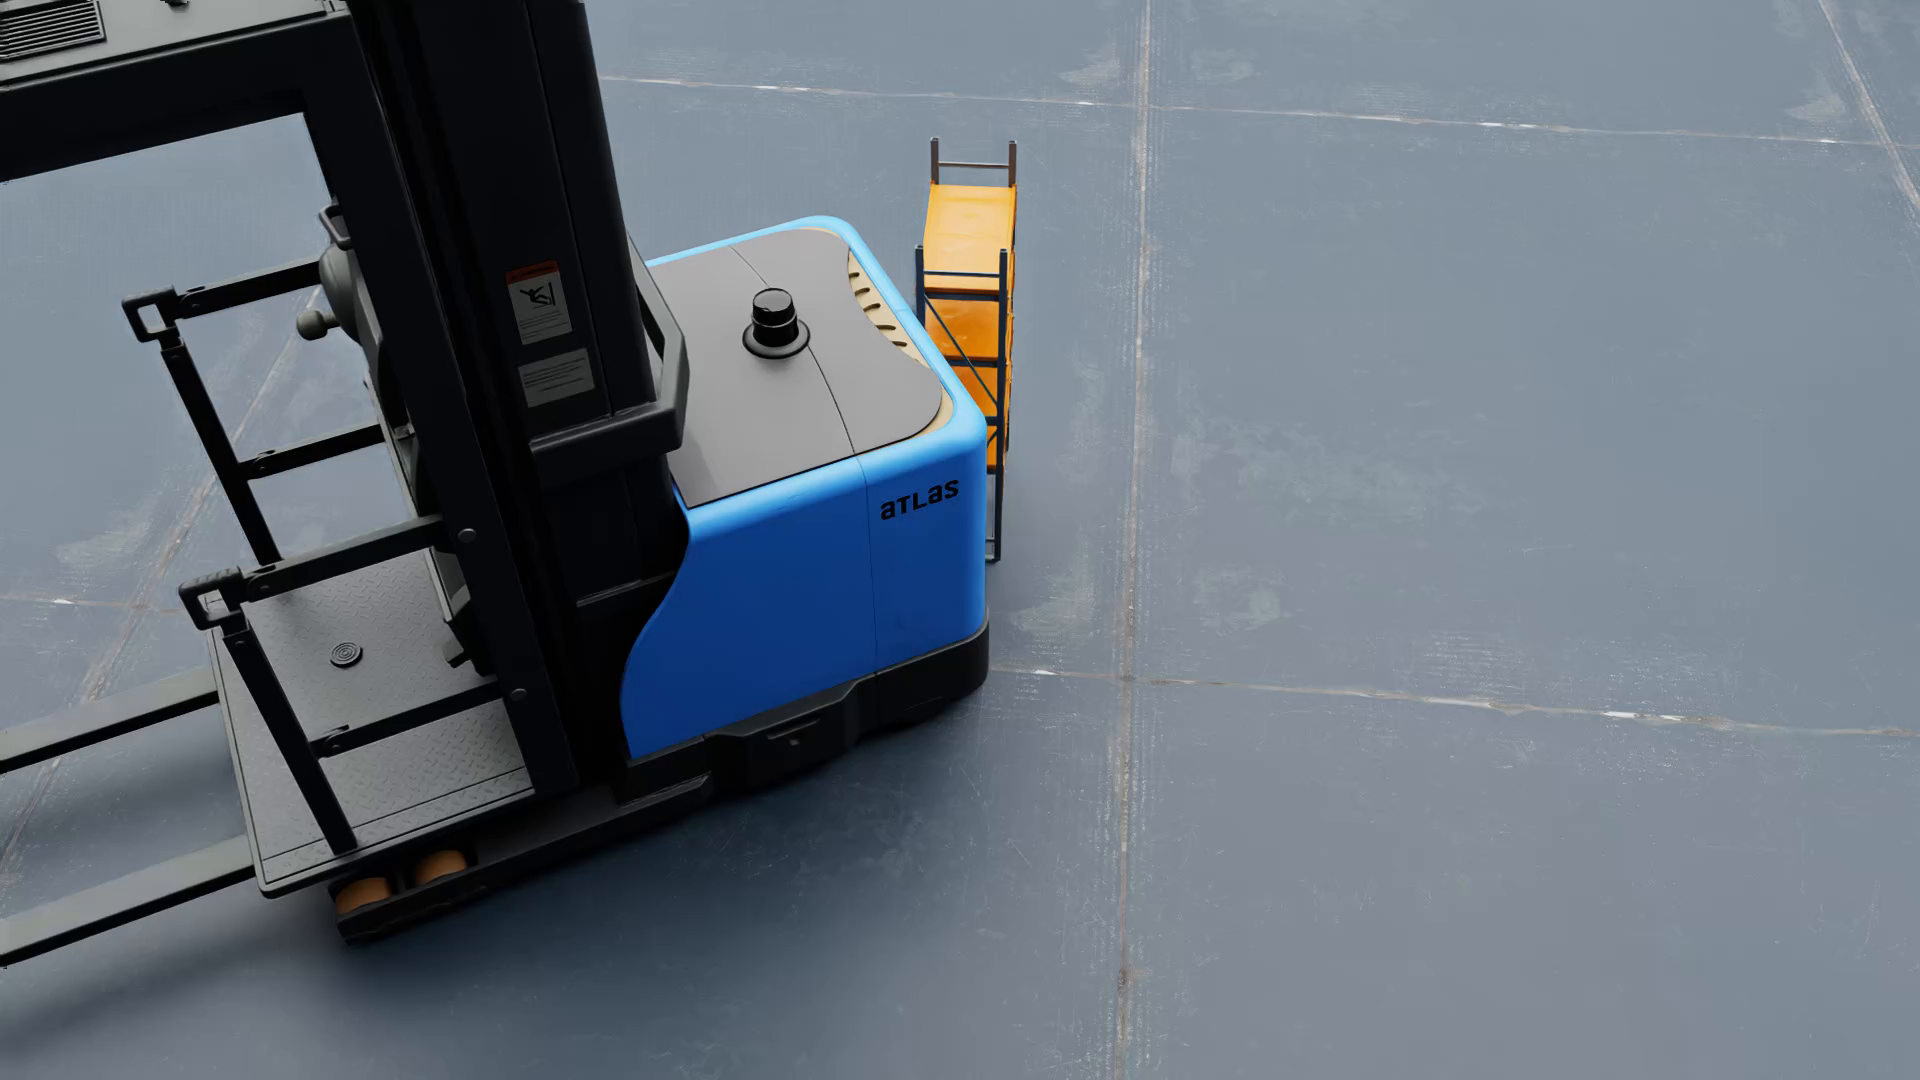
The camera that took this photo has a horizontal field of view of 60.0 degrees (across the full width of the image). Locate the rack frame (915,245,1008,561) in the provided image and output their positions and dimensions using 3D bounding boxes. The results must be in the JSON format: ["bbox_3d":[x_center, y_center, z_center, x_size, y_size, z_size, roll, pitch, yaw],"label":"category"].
[{"bbox_3d":[0.006,-0.352,4.758,0.240,1.200,0.015,3,48,3],"label":"rack frame"}]

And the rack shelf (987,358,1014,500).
[{"bbox_3d":[0.024,-0.352,5.119,0.258,0.148,0.480,3,48,3],"label":"rack shelf"}]

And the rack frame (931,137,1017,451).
[{"bbox_3d":[0.040,-0.711,5.086,0.240,1.200,0.015,3,48,3],"label":"rack frame"}]

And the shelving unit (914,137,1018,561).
[{"bbox_3d":[0.023,-0.532,4.922,0.258,1.200,0.503,3,48,3],"label":"shelving unit"}]

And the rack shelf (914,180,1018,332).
[{"bbox_3d":[0.022,-0.797,4.632,0.258,0.148,0.480,3,48,3],"label":"rack shelf"}]

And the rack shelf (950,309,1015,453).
[{"bbox_3d":[0.023,-0.486,4.972,0.258,0.148,0.480,3,48,3],"label":"rack shelf"}]

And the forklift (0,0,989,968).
[{"bbox_3d":[-1.477,-0.409,3.638,3.031,2.935,1.130,-19,50,-17],"label":"forklift"}]

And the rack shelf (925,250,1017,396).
[{"bbox_3d":[0.022,-0.637,4.807,0.258,0.148,0.480,3,48,3],"label":"rack shelf"}]
